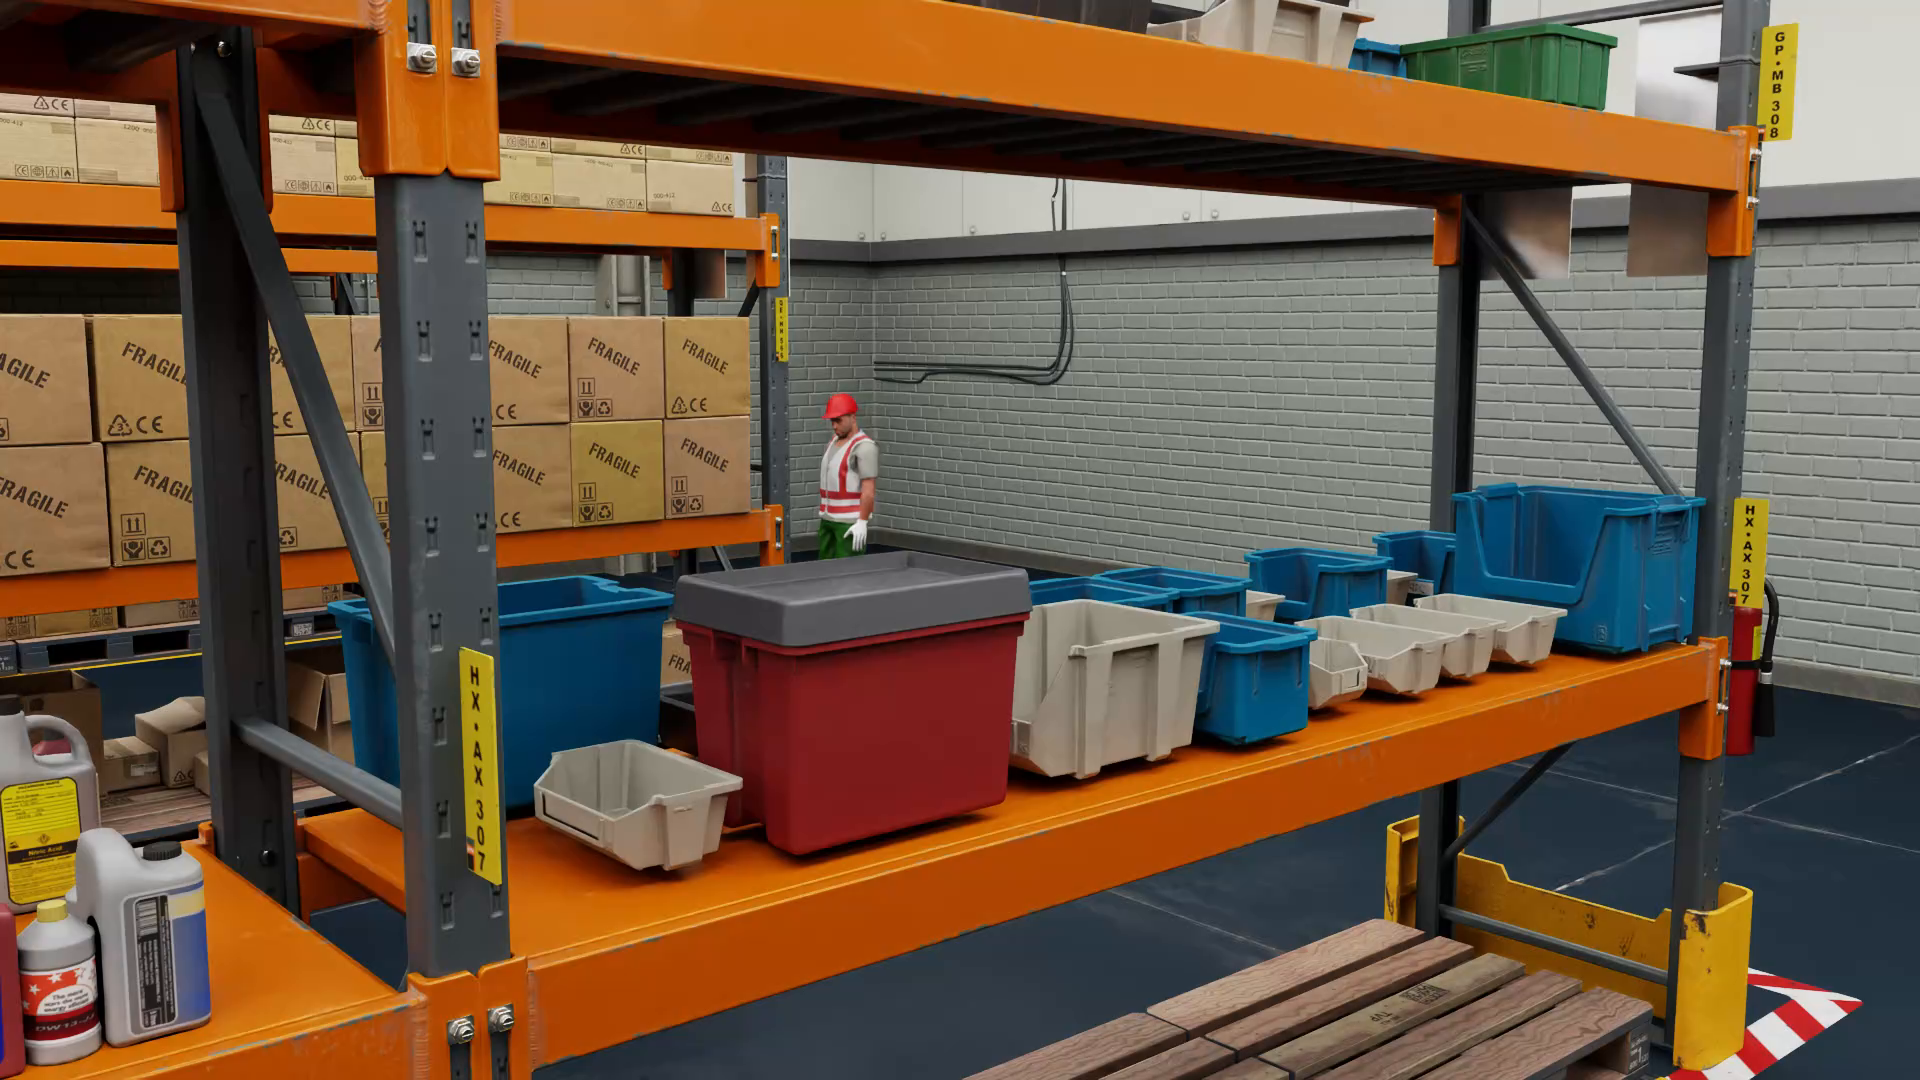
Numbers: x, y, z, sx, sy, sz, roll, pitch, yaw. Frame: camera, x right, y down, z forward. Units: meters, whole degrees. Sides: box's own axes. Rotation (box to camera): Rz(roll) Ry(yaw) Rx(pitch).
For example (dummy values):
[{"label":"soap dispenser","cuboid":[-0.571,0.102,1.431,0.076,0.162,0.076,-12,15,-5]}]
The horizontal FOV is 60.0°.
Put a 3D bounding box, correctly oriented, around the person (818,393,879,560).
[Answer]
[{"label":"person","cuboid":[-0.791,-0.140,11.418,0.358,1.732,0.527,-5,9,-36]}]
